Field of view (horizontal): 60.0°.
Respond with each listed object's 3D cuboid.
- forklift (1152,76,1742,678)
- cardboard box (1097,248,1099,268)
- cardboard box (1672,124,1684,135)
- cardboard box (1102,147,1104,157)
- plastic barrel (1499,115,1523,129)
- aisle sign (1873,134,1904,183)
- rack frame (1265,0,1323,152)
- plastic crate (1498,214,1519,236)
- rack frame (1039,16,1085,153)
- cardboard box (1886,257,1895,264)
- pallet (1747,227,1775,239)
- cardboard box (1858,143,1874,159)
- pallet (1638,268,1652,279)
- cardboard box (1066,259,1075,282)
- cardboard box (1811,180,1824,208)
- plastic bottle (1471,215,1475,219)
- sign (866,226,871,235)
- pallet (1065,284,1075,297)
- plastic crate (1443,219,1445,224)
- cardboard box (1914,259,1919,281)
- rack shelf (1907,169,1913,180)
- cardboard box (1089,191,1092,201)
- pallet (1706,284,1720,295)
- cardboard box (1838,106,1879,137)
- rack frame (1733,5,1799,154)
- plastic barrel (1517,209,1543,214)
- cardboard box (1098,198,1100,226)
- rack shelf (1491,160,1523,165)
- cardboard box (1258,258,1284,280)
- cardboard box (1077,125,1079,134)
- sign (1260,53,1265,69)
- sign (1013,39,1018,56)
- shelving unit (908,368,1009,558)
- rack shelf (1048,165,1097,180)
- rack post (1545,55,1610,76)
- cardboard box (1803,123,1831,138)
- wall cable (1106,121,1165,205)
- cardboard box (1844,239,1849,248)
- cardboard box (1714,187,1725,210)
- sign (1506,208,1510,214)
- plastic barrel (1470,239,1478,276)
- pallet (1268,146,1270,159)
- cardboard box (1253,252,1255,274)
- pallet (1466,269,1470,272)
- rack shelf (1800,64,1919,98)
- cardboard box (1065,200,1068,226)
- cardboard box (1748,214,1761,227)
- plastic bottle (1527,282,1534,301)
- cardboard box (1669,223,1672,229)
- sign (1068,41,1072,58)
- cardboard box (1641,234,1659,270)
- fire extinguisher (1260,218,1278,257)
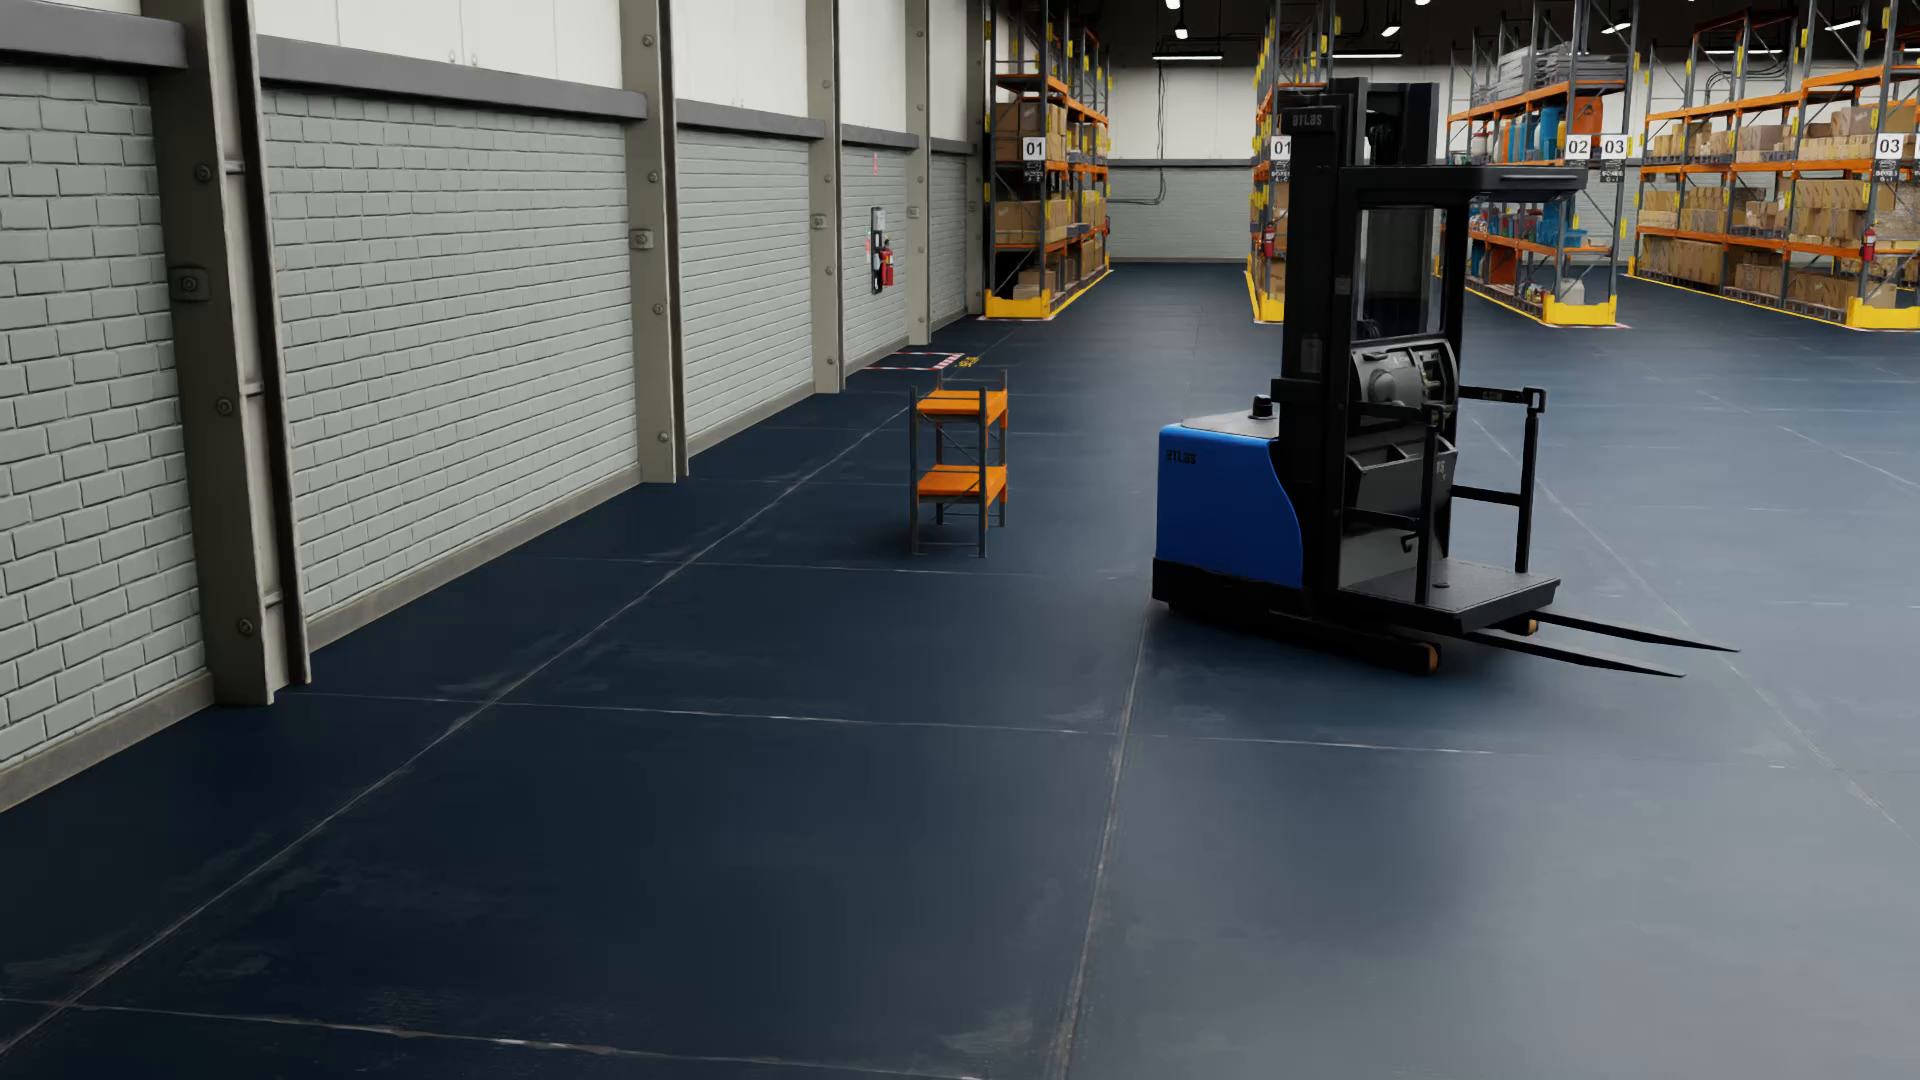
[{"bbox_3d":[2.486,-0.875,8.598,1.130,2.935,3.031,-11,16,-42],"label":"forklift"},{"bbox_3d":[3.266,-7.398,43.639,0.700,0.500,0.500,2,12,10],"label":"cardboard box"},{"bbox_3d":[17.866,-10.118,40.953,0.500,0.250,0.500,1,12,7],"label":"cardboard box"},{"bbox_3d":[3.499,-10.153,43.488,0.500,0.250,0.500,2,12,7],"label":"cardboard box"},{"bbox_3d":[12.152,-8.897,36.522,0.600,0.830,0.708,2,12,9],"label":"plastic barrel"},{"bbox_3d":[15.420,-6.340,27.619,0.394,0.787,0.004,2,12,9],"label":"aisle sign"},{"bbox_3d":[6.553,-9.159,32.632,1.000,3.000,0.127,2,12,9],"label":"rack frame"},{"bbox_3d":[11.511,-6.603,34.858,0.402,0.464,0.583,2,12,9],"label":"plastic crate"},{"bbox_3d":[2.273,-10.151,37.237,1.000,3.000,0.127,2,12,9],"label":"rack frame"},{"bbox_3d":[22.254,-6.628,39.485,0.380,0.149,0.250,2,12,9],"label":"cardboard box"},{"bbox_3d":[16.692,-6.230,33.737,1.003,0.211,1.213,2,12,9],"label":"pallet"},{"bbox_3d":[15.549,-6.574,28.112,0.500,0.250,0.500,2,12,10],"label":"cardboard box"},{"bbox_3d":[18.141,-6.870,42.872,1.003,0.211,1.213,2,12,9],"label":"pallet"},{"bbox_3d":[2.214,-6.060,37.383,0.700,0.500,0.500,2,12,9],"label":"cardboard box"},{"bbox_3d":[15.868,-6.294,30.262,0.500,0.500,0.500,2,12,9],"label":"cardboard box"},{"bbox_3d":[12.297,-7.635,39.918,0.144,0.351,0.185,2,12,9],"label":"plastic bottle"},{"bbox_3d":[-1.223,-4.130,22.196,0.001,0.109,0.331,2,12,9],"label":"sign"},{"bbox_3d":[1.961,-5.440,36.234,1.003,0.211,1.213,2,12,9],"label":"pallet"},{"bbox_3d":[12.798,-8.359,43.642,0.250,0.136,0.298,2,12,9],"label":"plastic crate"},{"bbox_3d":[22.001,-6.116,37.690,0.500,0.500,0.500,2,12,11],"label":"cardboard box"},{"bbox_3d":[22.149,-8.086,36.484,1.077,0.370,4.000,2,12,9],"label":"rack shelf"},{"bbox_3d":[2.902,-8.304,40.135,0.500,0.250,0.500,2,12,10],"label":"cardboard box"},{"bbox_3d":[17.152,-5.536,36.679,1.003,0.211,1.213,2,12,9],"label":"pallet"},{"bbox_3d":[15.714,-7.308,29.033,0.500,0.500,0.500,2,12,9],"label":"cardboard box"},{"bbox_3d":[16.956,-9.670,35.003,1.000,3.000,0.127,2,12,9],"label":"rack frame"},{"bbox_3d":[12.290,-6.858,35.872,0.600,0.536,0.708,2,12,9],"label":"plastic barrel"},{"bbox_3d":[3.105,-8.462,42.927,0.980,0.700,0.700,2,12,7],"label":"cardboard box"},{"bbox_3d":[11.754,-7.596,34.208,1.077,0.370,4.000,2,12,9],"label":"rack shelf"},{"bbox_3d":[6.103,-5.263,32.546,0.500,0.500,0.500,2,12,9],"label":"cardboard box"},{"bbox_3d":[2.623,-9.969,40.451,0.500,0.250,0.500,3,12,13],"label":"cardboard box"},{"bbox_3d":[6.631,-10.503,36.462,0.100,0.325,0.005,2,12,9],"label":"sign"},{"bbox_3d":[1.108,-9.870,33.336,0.100,0.325,0.005,2,12,9],"label":"sign"},{"bbox_3d":[0.001,-0.551,11.381,0.538,1.125,1.048,2,12,9],"label":"shelving unit"},{"bbox_3d":[2.580,-8.750,39.561,1.077,0.370,4.000,2,12,9],"label":"rack shelf"},{"bbox_3d":[11.099,-8.532,29.905,0.937,0.300,0.954,2,12,8],"label":"rack post"},{"bbox_3d":[16.511,-7.721,31.840,0.797,0.503,0.637,1,12,6],"label":"cardboard box"},{"bbox_3d":[4.726,-11.465,50.701,3.097,2.526,0.112,2,12,9],"label":"wall cable"},{"bbox_3d":[15.646,-5.172,28.970,0.380,0.149,0.250,2,12,9],"label":"cardboard box"},{"bbox_3d":[17.187,-7.564,36.852,0.797,0.503,0.637,2,12,10],"label":"cardboard box"},{"bbox_3d":[13.220,-7.847,40.130,0.100,0.325,0.005,2,12,9],"label":"sign"},{"bbox_3d":[12.577,-6.797,39.897,0.600,0.901,0.708,2,12,9],"label":"plastic barrel"},{"bbox_3d":[6.257,-7.218,30.955,1.003,0.211,1.213,2,12,9],"label":"pallet"},{"bbox_3d":[7.468,-6.792,40.778,0.500,0.500,0.500,1,12,6],"label":"cardboard box"},{"bbox_3d":[12.937,-6.776,42.435,1.003,0.211,1.213,2,12,9],"label":"pallet"},{"bbox_3d":[16.033,-8.068,29.284,1.077,0.370,4.000,2,12,9],"label":"rack shelf"},{"bbox_3d":[1.891,-6.581,33.437,0.500,0.500,0.500,2,12,9],"label":"cardboard box"},{"bbox_3d":[16.471,-6.528,34.022,0.500,0.250,0.500,2,12,7],"label":"cardboard box"},{"bbox_3d":[10.818,-4.703,31.439,0.144,0.351,0.185,2,12,8],"label":"plastic bottle"},{"bbox_3d":[17.334,-7.575,40.118,0.380,0.149,0.250,2,12,10],"label":"cardboard box"},{"bbox_3d":[2.191,-9.793,33.168,0.100,0.325,0.005,2,12,9],"label":"sign"},{"bbox_3d":[18.167,-7.433,42.912,0.875,0.875,0.875,2,12,9],"label":"cardboard box"},{"bbox_3d":[5.461,-5.346,29.365,0.296,0.674,0.183,2,12,9],"label":"fire extinguisher"}]
